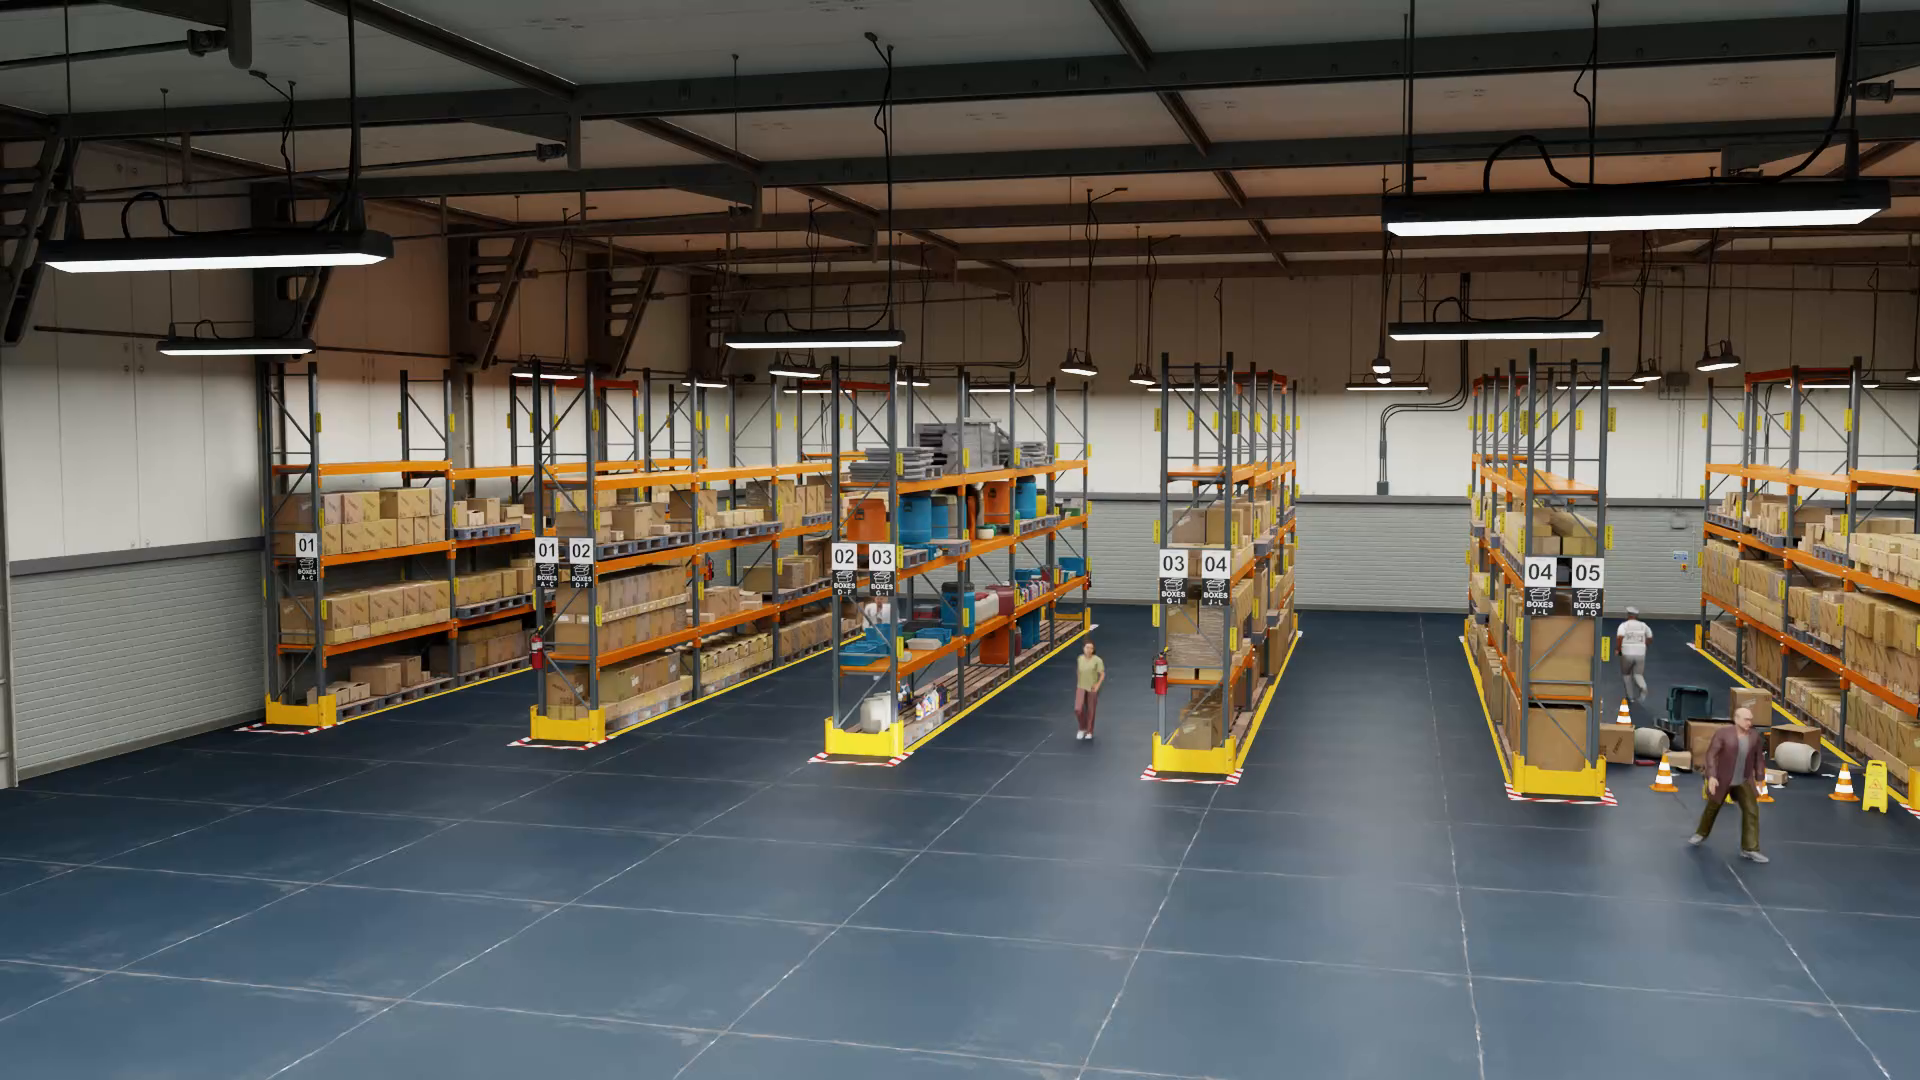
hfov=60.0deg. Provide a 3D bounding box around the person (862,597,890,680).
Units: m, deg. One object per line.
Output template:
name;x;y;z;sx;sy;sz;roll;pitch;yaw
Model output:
person;-1.565;1.863;32.557;0.717;1.714;0.709;0;4;3

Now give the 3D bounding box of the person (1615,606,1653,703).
person;12.059;2.065;29.710;0.658;1.725;0.776;0;4;6

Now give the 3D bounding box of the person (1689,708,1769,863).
person;8.963;2.780;19.275;0.749;1.727;0.994;0;4;1

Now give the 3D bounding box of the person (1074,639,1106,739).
person;2.027;2.348;26.017;0.526;1.617;0.766;1;4;14
